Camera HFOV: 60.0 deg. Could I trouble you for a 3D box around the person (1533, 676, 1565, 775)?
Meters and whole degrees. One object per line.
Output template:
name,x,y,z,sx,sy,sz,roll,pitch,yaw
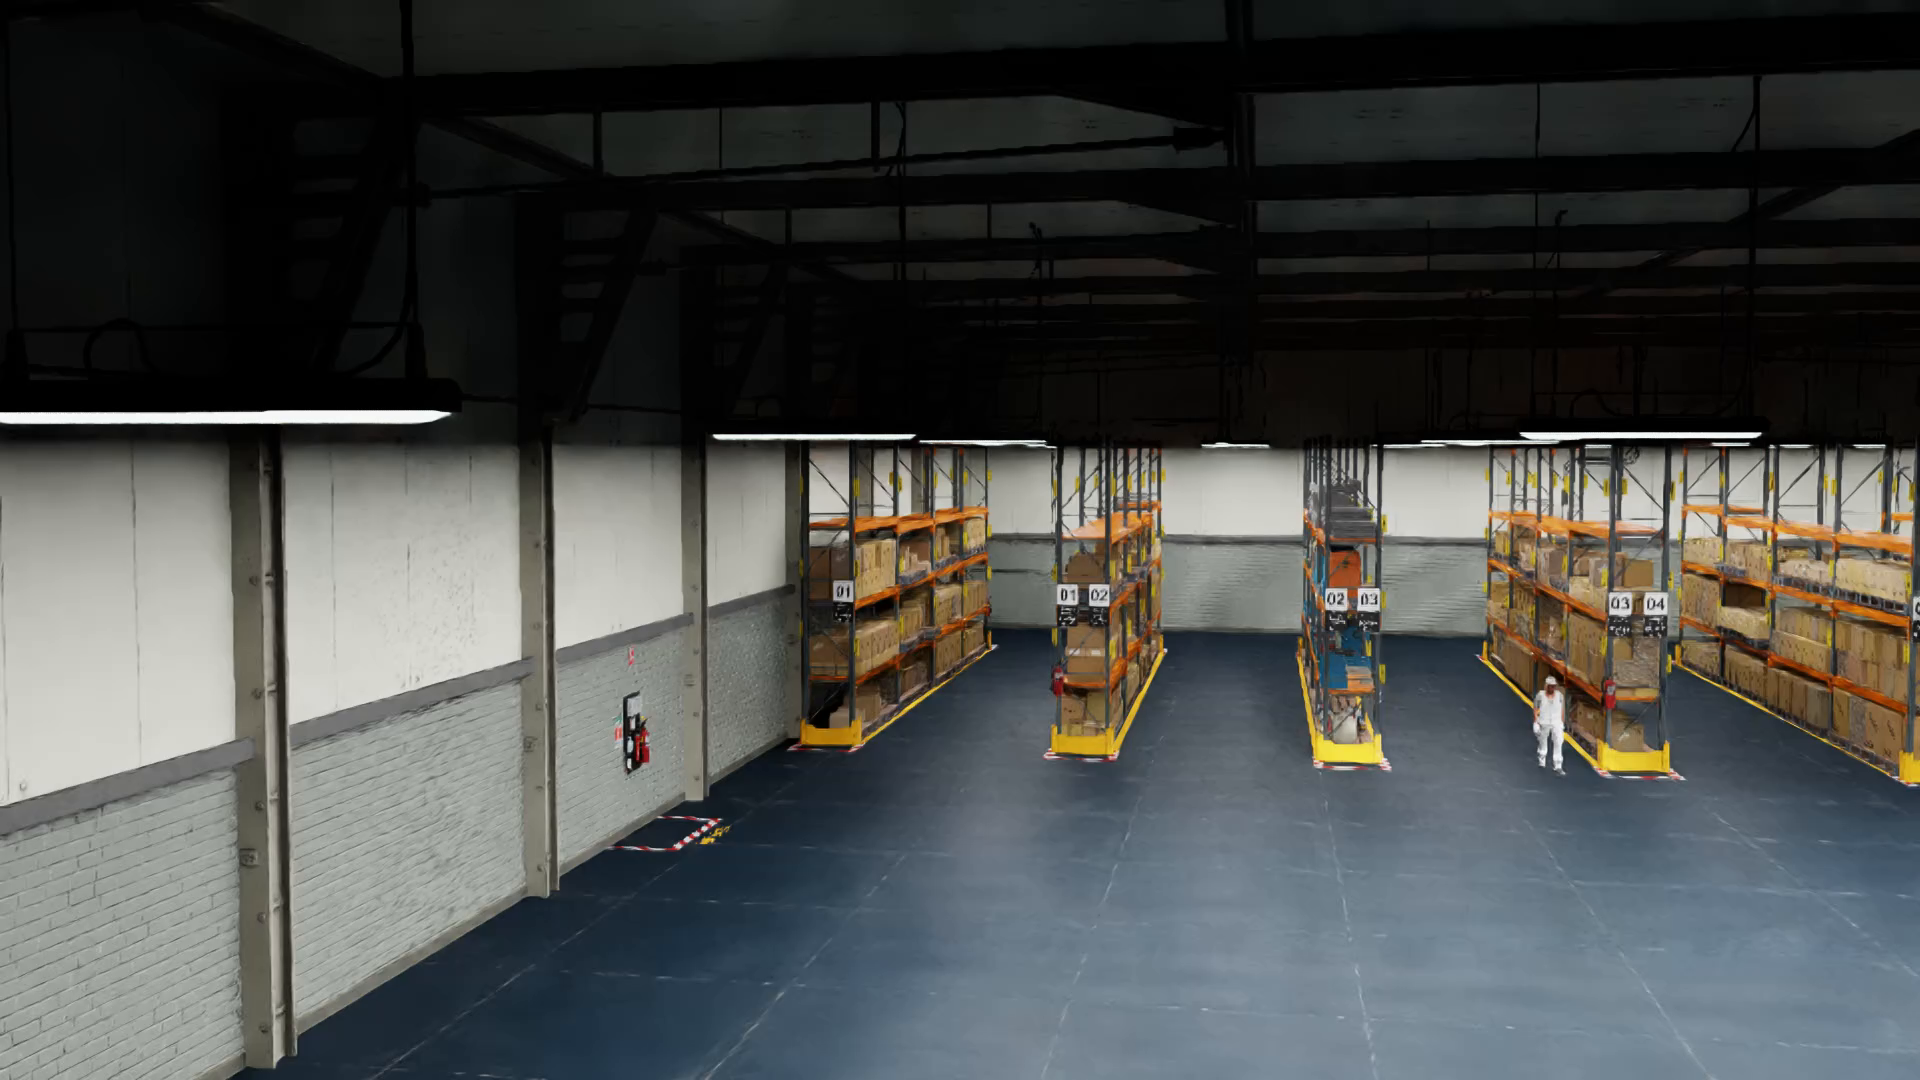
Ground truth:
person,10.451,3.257,29.481,0.553,1.709,1.123,1,3,13
